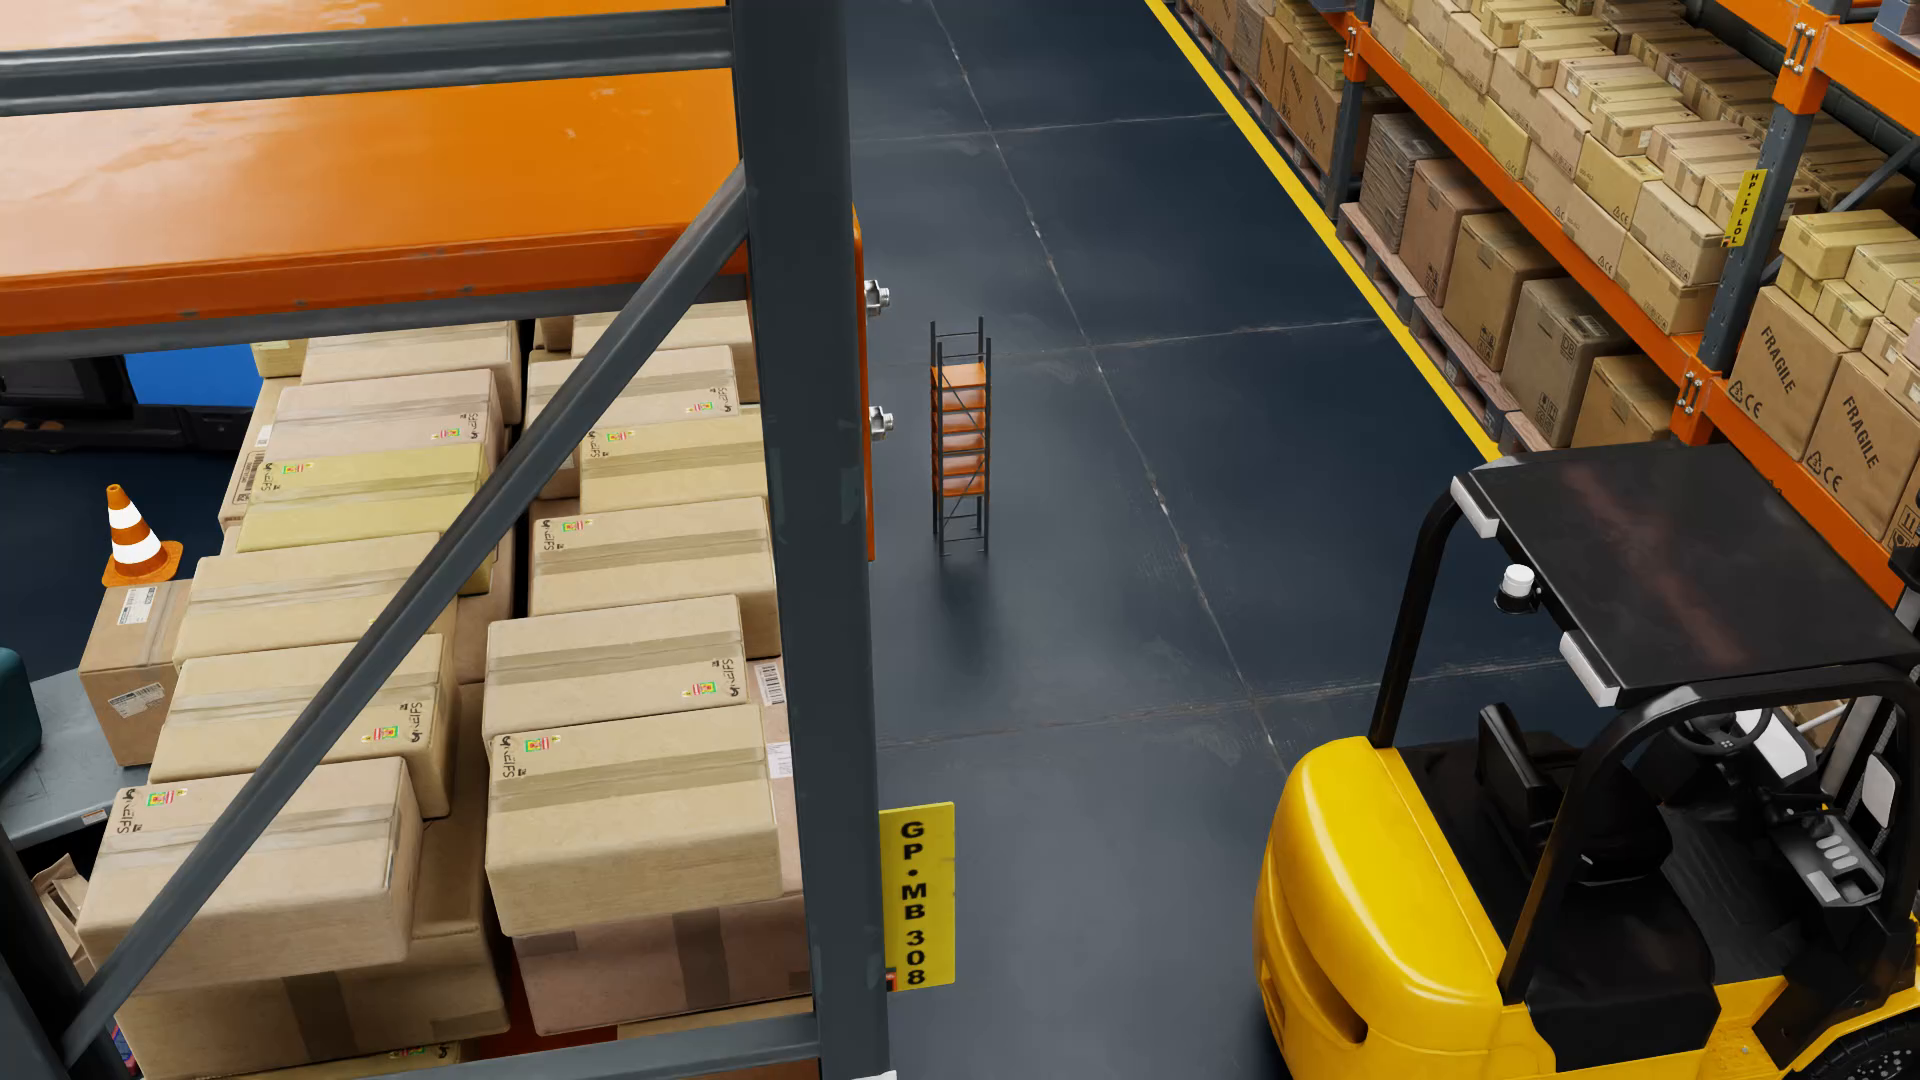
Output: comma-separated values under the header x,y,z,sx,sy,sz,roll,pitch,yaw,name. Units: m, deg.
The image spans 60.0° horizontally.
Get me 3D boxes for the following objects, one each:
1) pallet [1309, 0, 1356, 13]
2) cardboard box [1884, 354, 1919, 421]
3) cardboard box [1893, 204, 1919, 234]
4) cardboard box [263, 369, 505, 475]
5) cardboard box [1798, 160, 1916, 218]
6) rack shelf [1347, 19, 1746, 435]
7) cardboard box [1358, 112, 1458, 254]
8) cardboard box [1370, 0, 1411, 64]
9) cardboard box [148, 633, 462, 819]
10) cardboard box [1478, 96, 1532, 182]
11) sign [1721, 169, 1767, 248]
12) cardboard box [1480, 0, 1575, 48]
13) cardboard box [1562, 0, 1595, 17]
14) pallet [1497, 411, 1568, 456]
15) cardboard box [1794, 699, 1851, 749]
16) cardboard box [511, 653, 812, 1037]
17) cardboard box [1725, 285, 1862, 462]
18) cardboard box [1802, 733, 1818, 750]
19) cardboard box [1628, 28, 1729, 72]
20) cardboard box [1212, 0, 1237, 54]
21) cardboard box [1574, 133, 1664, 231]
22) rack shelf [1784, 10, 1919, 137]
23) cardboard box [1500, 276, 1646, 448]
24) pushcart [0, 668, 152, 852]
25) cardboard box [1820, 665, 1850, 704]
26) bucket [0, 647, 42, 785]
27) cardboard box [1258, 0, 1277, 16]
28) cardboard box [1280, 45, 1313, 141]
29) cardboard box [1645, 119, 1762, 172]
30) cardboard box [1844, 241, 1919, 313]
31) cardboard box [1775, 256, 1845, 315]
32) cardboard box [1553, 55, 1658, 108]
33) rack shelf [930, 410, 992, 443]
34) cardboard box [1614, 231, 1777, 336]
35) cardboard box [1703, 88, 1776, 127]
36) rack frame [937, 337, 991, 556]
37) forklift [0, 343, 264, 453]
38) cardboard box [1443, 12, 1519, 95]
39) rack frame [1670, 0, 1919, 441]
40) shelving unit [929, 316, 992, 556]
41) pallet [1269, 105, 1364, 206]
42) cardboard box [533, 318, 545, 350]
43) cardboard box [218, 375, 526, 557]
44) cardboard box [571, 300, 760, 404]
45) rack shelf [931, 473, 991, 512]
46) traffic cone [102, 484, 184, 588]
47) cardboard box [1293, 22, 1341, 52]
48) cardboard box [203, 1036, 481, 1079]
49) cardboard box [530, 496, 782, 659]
x,y,z,sx,sy,sz,roll,pitch,yaw,name
2.706,-3.673,10.589,1.213,0.211,1.003,-6,38,-8,pallet
3.482,-0.538,5.787,0.380,0.149,0.250,-5,38,-7,cardboard box
3.758,-1.403,7.225,0.500,0.250,0.500,-7,38,-9,cardboard box
-1.040,-0.171,3.034,0.380,0.149,0.250,-6,38,-8,cardboard box
3.744,-1.462,6.976,0.380,0.149,0.250,-7,38,-9,cardboard box
3.244,-1.855,8.678,1.077,0.370,4.000,-6,38,-8,rack shelf
2.989,-2.196,10.126,0.875,0.625,0.625,-5,38,-7,cardboard box
2.731,-2.993,9.680,0.500,0.250,0.500,-6,38,-8,cardboard box
-0.947,0.289,2.443,0.380,0.149,0.250,-6,38,-7,cardboard box
3.000,-2.065,8.485,0.500,0.250,0.500,-5,38,-6,cardboard box
3.062,-1.292,6.489,0.100,0.325,0.005,-6,38,-8,sign
2.896,-2.640,8.492,0.380,0.149,0.250,-5,38,-7,cardboard box
3.372,-2.852,8.765,0.380,0.149,0.250,-6,38,-8,cardboard box
3.427,-0.270,8.326,1.003,0.211,1.213,-6,38,-8,pallet
3.543,0.726,6.262,0.500,0.250,0.500,-7,38,-8,cardboard box
-0.416,0.446,2.565,0.500,0.250,0.500,-7,38,-9,cardboard box
3.416,-0.674,6.491,0.500,0.500,0.500,-7,38,-9,cardboard box
3.563,0.931,6.406,0.500,0.250,0.500,-6,38,-7,cardboard box
3.523,-2.387,8.168,0.380,0.149,0.250,-6,38,-8,cardboard box
2.242,-4.002,12.552,0.500,0.500,0.500,-7,38,-9,cardboard box
3.160,-1.648,7.541,0.500,0.250,0.500,-7,38,-9,cardboard box
3.945,-0.623,4.648,1.077,0.370,4.000,-6,38,-8,rack shelf
3.364,-0.942,8.511,0.875,0.625,0.625,-7,38,-8,cardboard box
-3.527,0.916,6.663,1.648,0.377,0.936,-20,42,-23,pushcart
3.549,0.530,6.107,0.500,0.250,0.500,-5,38,-6,cardboard box
-3.853,0.726,6.200,0.726,0.611,0.620,6,28,8,bucket
2.353,-3.856,11.835,0.380,0.149,0.250,-8,39,-10,cardboard box
2.530,-3.061,11.340,0.500,0.500,0.500,-7,38,-9,cardboard box
3.262,-1.716,7.304,0.380,0.149,0.250,-6,38,-8,cardboard box
3.511,-0.973,6.104,0.380,0.149,0.250,-6,38,-7,cardboard box
3.392,-1.005,6.389,0.380,0.149,0.250,-7,38,-9,cardboard box
3.063,-2.177,7.897,0.380,0.149,0.250,-6,38,-8,cardboard box
0.003,-0.525,7.724,0.258,0.103,0.180,-6,38,-8,rack shelf
3.249,-1.148,7.304,0.500,0.250,0.500,-5,38,-7,cardboard box
3.641,-1.932,7.582,0.380,0.149,0.250,-7,38,-8,cardboard box
0.019,-0.410,7.699,0.240,1.200,0.006,-6,38,-8,rack frame
-4.650,-1.937,8.254,3.031,2.935,1.130,2,38,2,forklift
2.891,-2.570,8.728,0.500,0.250,0.500,-7,38,-9,cardboard box
3.595,-0.931,6.903,1.000,3.000,0.127,-6,38,-8,rack frame
0.003,-0.465,7.771,0.258,1.200,0.189,-6,38,-8,shelving unit
2.800,-2.700,11.454,1.003,0.211,1.213,-6,38,-8,pallet
-0.680,-0.480,3.757,0.500,0.250,0.500,-5,38,-7,cardboard box
-1.128,-0.118,3.292,0.500,0.250,0.500,-5,38,-7,cardboard box
-0.568,-0.389,3.316,0.380,0.149,0.250,-5,38,-7,cardboard box
0.003,-0.240,7.945,0.258,0.103,0.180,-6,38,-8,rack shelf
-3.922,-0.059,7.848,0.336,0.463,0.334,-6,38,-8,traffic cone
2.477,-3.378,11.219,0.380,0.149,0.250,-7,38,-9,cardboard box
-0.928,0.751,2.498,0.380,0.149,0.250,-6,38,-8,cardboard box
-0.494,0.077,2.716,0.380,0.149,0.250,-6,38,-8,cardboard box
